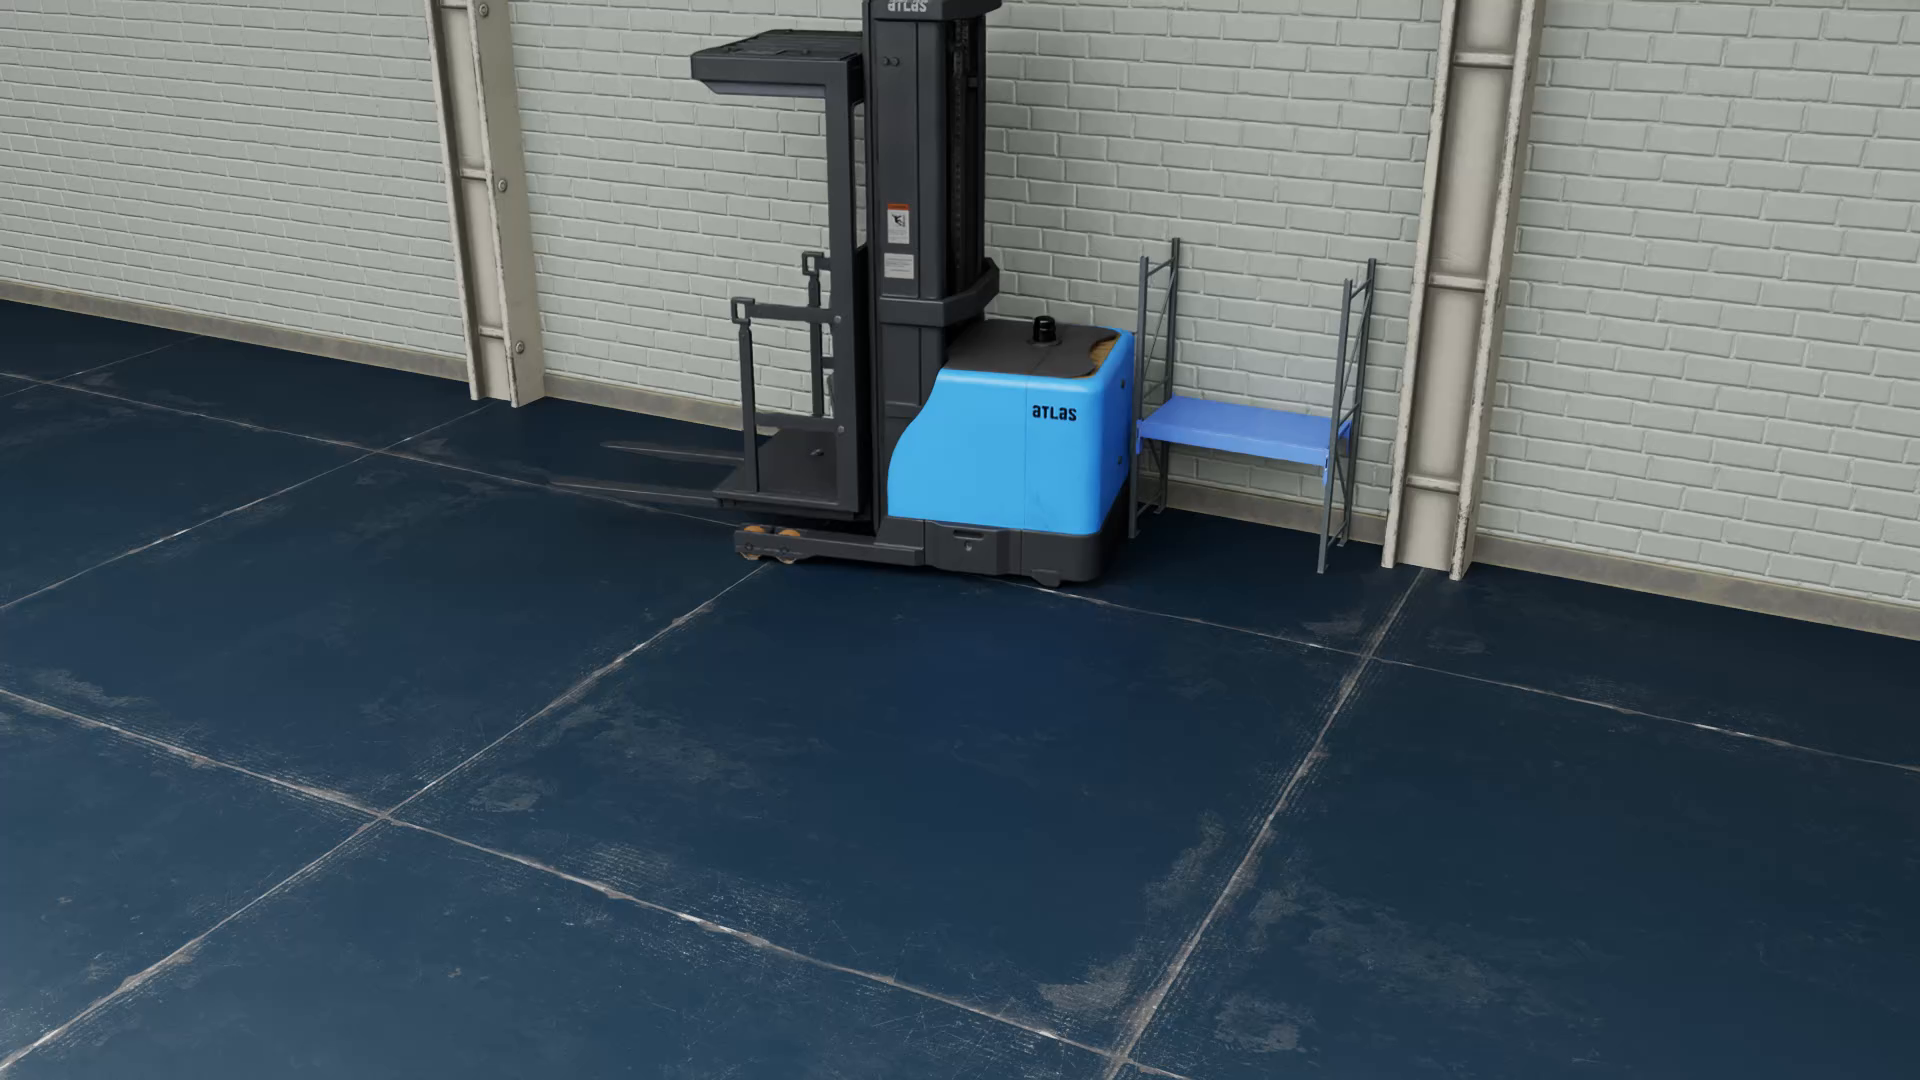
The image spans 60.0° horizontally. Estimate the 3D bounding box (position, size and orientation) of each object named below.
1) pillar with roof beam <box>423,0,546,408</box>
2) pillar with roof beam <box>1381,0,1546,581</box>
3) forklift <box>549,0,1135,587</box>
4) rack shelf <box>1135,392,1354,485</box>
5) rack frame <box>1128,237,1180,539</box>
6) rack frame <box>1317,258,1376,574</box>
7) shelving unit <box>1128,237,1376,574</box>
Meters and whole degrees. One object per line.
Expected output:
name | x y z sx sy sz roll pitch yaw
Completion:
pillar with roof beam | -4.914 -3.583 5.676 0.400 9.000 9.100 11 25 25
pillar with roof beam | 0.440 -2.523 3.185 0.400 9.000 9.100 11 25 25
forklift | -0.660 -1.424 8.353 3.031 2.935 1.130 6 24 14
rack shelf | 1.466 -0.532 8.545 1.000 0.185 0.538 11 25 24
rack frame | 1.012 -0.787 8.684 0.032 1.500 0.500 11 25 24
rack frame | 1.921 -0.609 8.265 0.032 1.500 0.500 11 25 24
shelving unit | 1.466 -0.698 8.474 1.048 1.500 0.538 11 25 24
